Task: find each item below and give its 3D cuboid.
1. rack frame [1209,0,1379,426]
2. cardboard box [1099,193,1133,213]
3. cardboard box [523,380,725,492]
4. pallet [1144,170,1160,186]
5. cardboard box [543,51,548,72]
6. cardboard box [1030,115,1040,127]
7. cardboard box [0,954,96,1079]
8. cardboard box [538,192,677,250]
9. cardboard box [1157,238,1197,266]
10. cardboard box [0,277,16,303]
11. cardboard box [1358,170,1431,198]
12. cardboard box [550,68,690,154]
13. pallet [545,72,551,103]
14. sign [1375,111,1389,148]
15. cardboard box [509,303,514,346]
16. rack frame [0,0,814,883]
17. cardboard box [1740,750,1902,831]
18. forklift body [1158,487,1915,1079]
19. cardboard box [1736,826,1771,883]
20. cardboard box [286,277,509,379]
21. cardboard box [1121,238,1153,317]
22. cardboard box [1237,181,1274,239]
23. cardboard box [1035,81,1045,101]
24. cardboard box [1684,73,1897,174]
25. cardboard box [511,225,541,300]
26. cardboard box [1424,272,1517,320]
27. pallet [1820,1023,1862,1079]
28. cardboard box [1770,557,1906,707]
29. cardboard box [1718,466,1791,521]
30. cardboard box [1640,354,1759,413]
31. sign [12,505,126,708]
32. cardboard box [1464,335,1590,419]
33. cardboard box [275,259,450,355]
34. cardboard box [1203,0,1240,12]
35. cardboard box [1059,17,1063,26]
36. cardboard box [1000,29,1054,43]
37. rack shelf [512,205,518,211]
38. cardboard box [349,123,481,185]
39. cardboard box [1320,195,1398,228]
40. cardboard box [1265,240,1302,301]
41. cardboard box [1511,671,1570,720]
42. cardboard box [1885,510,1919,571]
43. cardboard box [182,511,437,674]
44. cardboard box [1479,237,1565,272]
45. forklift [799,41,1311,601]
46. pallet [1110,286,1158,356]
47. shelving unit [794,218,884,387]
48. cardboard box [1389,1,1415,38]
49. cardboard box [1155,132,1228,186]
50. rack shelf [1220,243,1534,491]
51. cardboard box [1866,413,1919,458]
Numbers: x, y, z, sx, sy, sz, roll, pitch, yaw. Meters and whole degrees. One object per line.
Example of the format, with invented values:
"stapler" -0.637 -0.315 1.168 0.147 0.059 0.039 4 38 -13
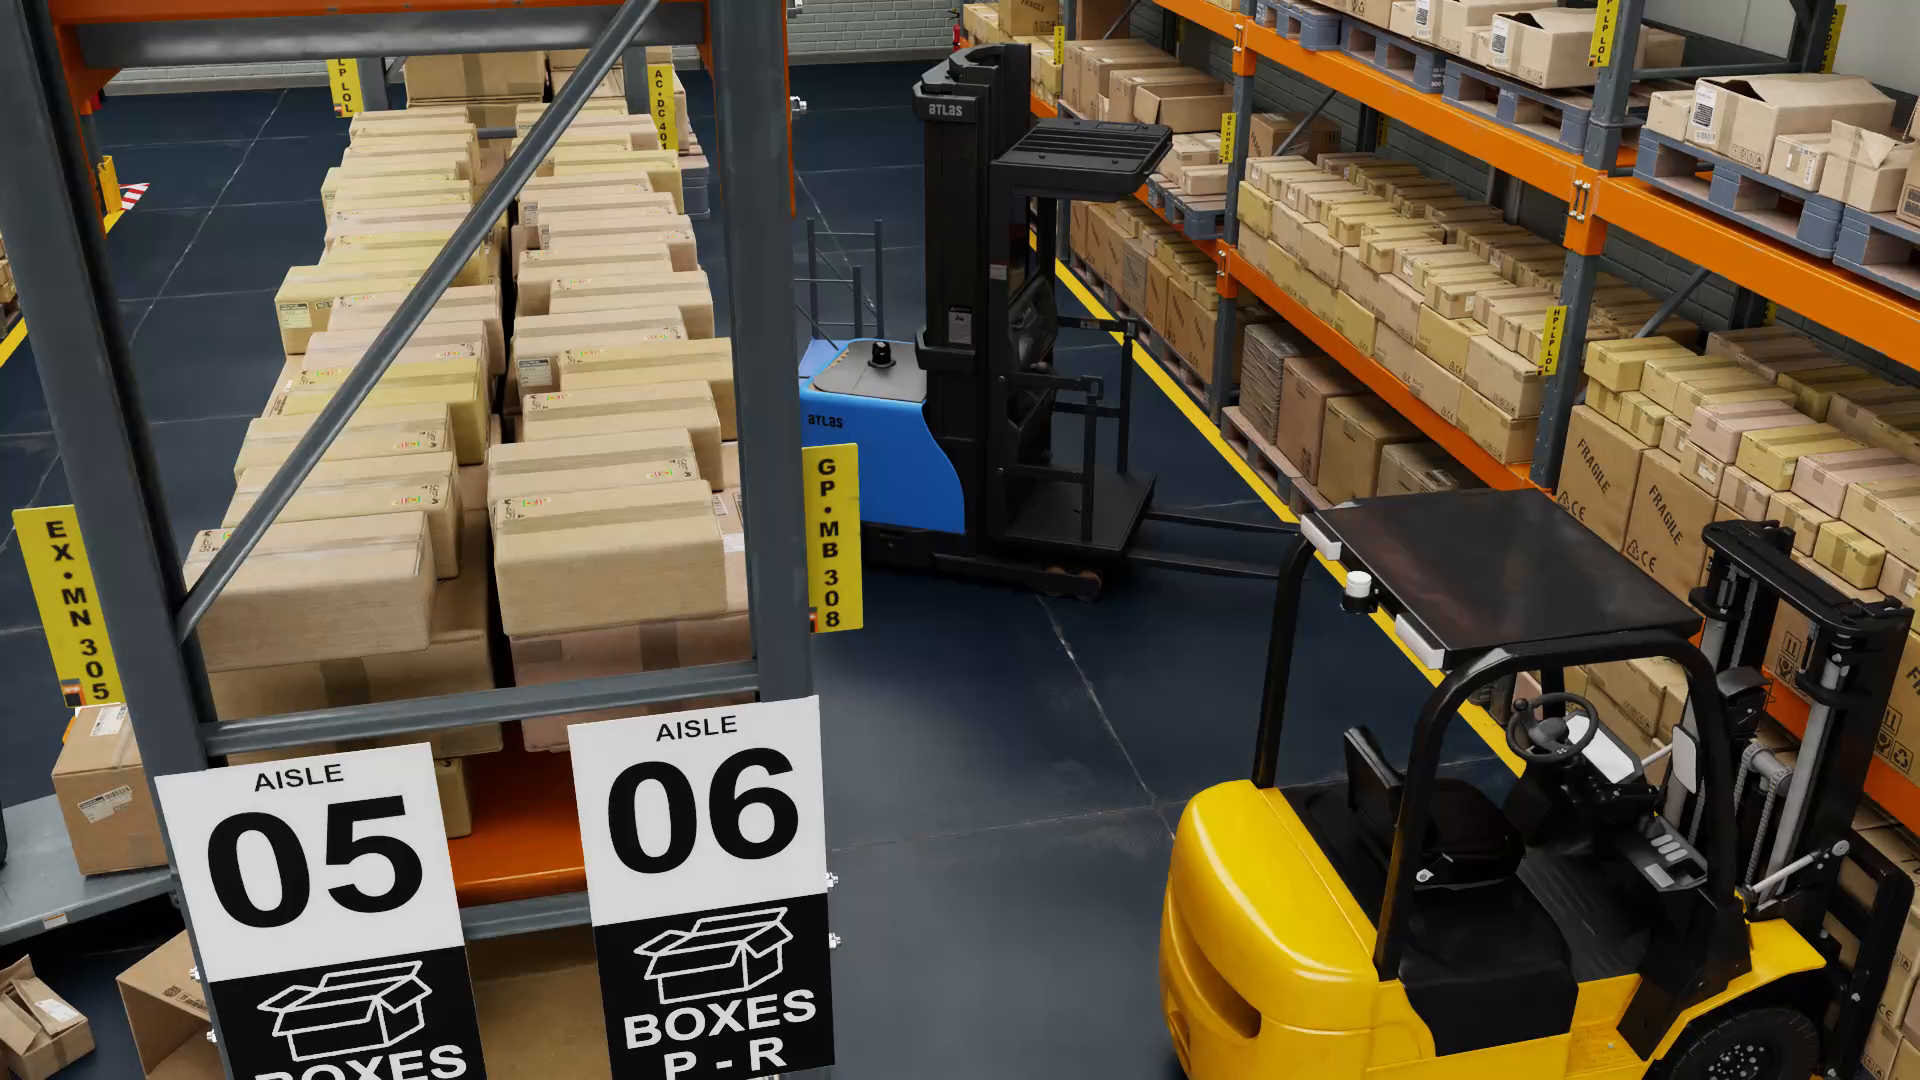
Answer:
"rack frame" 2.297 -2.232 11.342 1.000 3.000 0.127 -6 27 -12
"cardboard box" 1.424 -2.939 14.332 0.380 0.149 0.250 -7 28 -14
"cardboard box" -0.685 -0.199 3.379 0.380 0.149 0.250 -6 27 -12
"pallet" 1.854 -2.999 13.076 1.003 0.211 1.213 -6 27 -12
"cardboard box" -2.167 -2.444 8.320 0.797 0.503 0.637 -6 27 -12
"cardboard box" 0.694 -4.158 17.467 0.700 0.500 0.500 -5 27 -9
"cardboard box" -3.544 1.826 6.337 0.396 0.266 0.258 19 32 32
"cardboard box" -0.994 -0.873 4.716 0.380 0.149 0.250 -6 27 -11
"cardboard box" 1.759 -2.251 12.968 0.380 0.149 0.250 -6 27 -12
"cardboard box" -8.008 -2.042 13.665 0.380 0.149 0.250 -7 28 -14
"cardboard box" 2.734 -2.220 10.489 0.380 0.149 0.250 -6 27 -12
"cardboard box" -1.378 -1.727 6.714 0.500 0.250 0.500 -7 28 -13
"pallet" -1.909 -1.962 7.688 1.213 0.211 1.003 -6 27 -12
"sign" 2.837 -2.806 11.196 0.100 0.325 0.005 -6 27 -12
"cardboard box" -1.620 -0.703 5.264 0.380 0.149 0.250 -5 27 -10
"rack frame" -0.735 -0.892 2.031 1.000 3.000 0.127 -6 27 -12
"cardboard box" 3.341 1.036 6.344 0.500 0.250 0.500 -7 28 -13
"forklift body" 1.895 1.012 5.858 2.313 2.155 1.214 -6 27 -12
"cardboard box" 3.337 1.250 6.476 0.500 0.250 0.500 -6 27 -12
"cardboard box" -1.463 -0.486 4.391 0.500 0.250 0.500 -6 27 -11
"cardboard box" 1.634 -2.143 13.476 0.500 0.500 0.500 -7 28 -13
"cardboard box" 2.135 -2.166 10.823 0.500 0.250 0.500 -6 27 -12
"cardboard box" 0.916 -4.214 15.548 0.380 0.149 0.250 -5 27 -10
"cardboard box" 3.149 -1.617 6.318 0.500 0.311 0.500 -5 27 -11
"cardboard box" -1.059 -0.761 4.937 0.500 0.250 0.500 -6 27 -12
"cardboard box" 2.637 -1.263 8.593 0.380 0.149 0.250 -7 28 -13
"pallet" 3.615 1.659 6.728 1.003 0.211 1.213 -6 27 -12
"cardboard box" 3.386 0.373 6.071 0.500 0.500 0.500 -6 27 -11
"cardboard box" 3.201 -0.187 6.461 0.380 0.149 0.250 -6 27 -12
"cardboard box" 3.146 -0.669 7.085 0.380 0.149 0.250 -6 27 -11
"sign" -1.280 0.099 2.413 0.100 0.325 0.005 -6 27 -12
"cardboard box" 2.839 -0.821 8.160 0.500 0.250 0.500 -7 28 -13
"cardboard box" -1.477 -0.585 4.145 0.380 0.149 0.250 -5 27 -10
"cardboard box" 1.945 -3.704 11.098 0.500 0.250 0.500 -7 28 -13
"cardboard box" 1.078 -5.190 17.040 0.500 0.250 0.500 -5 27 -10
"cardboard box" 0.701 -4.917 16.499 0.500 0.250 0.500 -7 28 -13
"rack shelf" -2.087 -1.866 8.087 1.077 0.370 4.000 -6 27 -12
"cardboard box" -1.797 -1.270 5.503 0.380 0.149 0.250 -5 27 -10
"cardboard box" 2.383 -1.948 9.950 0.380 0.149 0.250 -6 27 -11
"cardboard box" 2.268 -1.724 10.503 0.500 0.250 0.500 -7 28 -13
"cardboard box" 2.985 0.810 7.901 0.500 0.250 0.500 -6 27 -11
"cardboard box" 3.463 0.005 5.751 0.380 0.149 0.250 -6 27 -11
"cardboard box" -1.099 0.085 2.818 0.380 0.149 0.250 -6 27 -11
"cardboard box" 3.093 -1.551 9.163 0.380 0.149 0.250 -6 27 -12
"forklift" 0.604 -1.227 9.428 3.031 2.935 1.130 8 28 15
"pallet" 1.894 -1.853 13.687 1.003 0.211 1.213 -6 27 -12
"shelving unit" -0.823 -1.261 11.083 0.538 1.500 1.048 2 27 4
"cardboard box" 2.481 -2.725 8.693 0.380 0.149 0.250 -6 27 -12
"cardboard box" 1.744 -2.782 12.134 0.500 0.250 0.500 -7 28 -14
"rack shelf" 2.748 -1.032 9.765 1.077 0.370 4.000 -6 27 -12
"cardboard box" 3.810 -0.385 6.522 0.380 0.149 0.250 -6 27 -12
